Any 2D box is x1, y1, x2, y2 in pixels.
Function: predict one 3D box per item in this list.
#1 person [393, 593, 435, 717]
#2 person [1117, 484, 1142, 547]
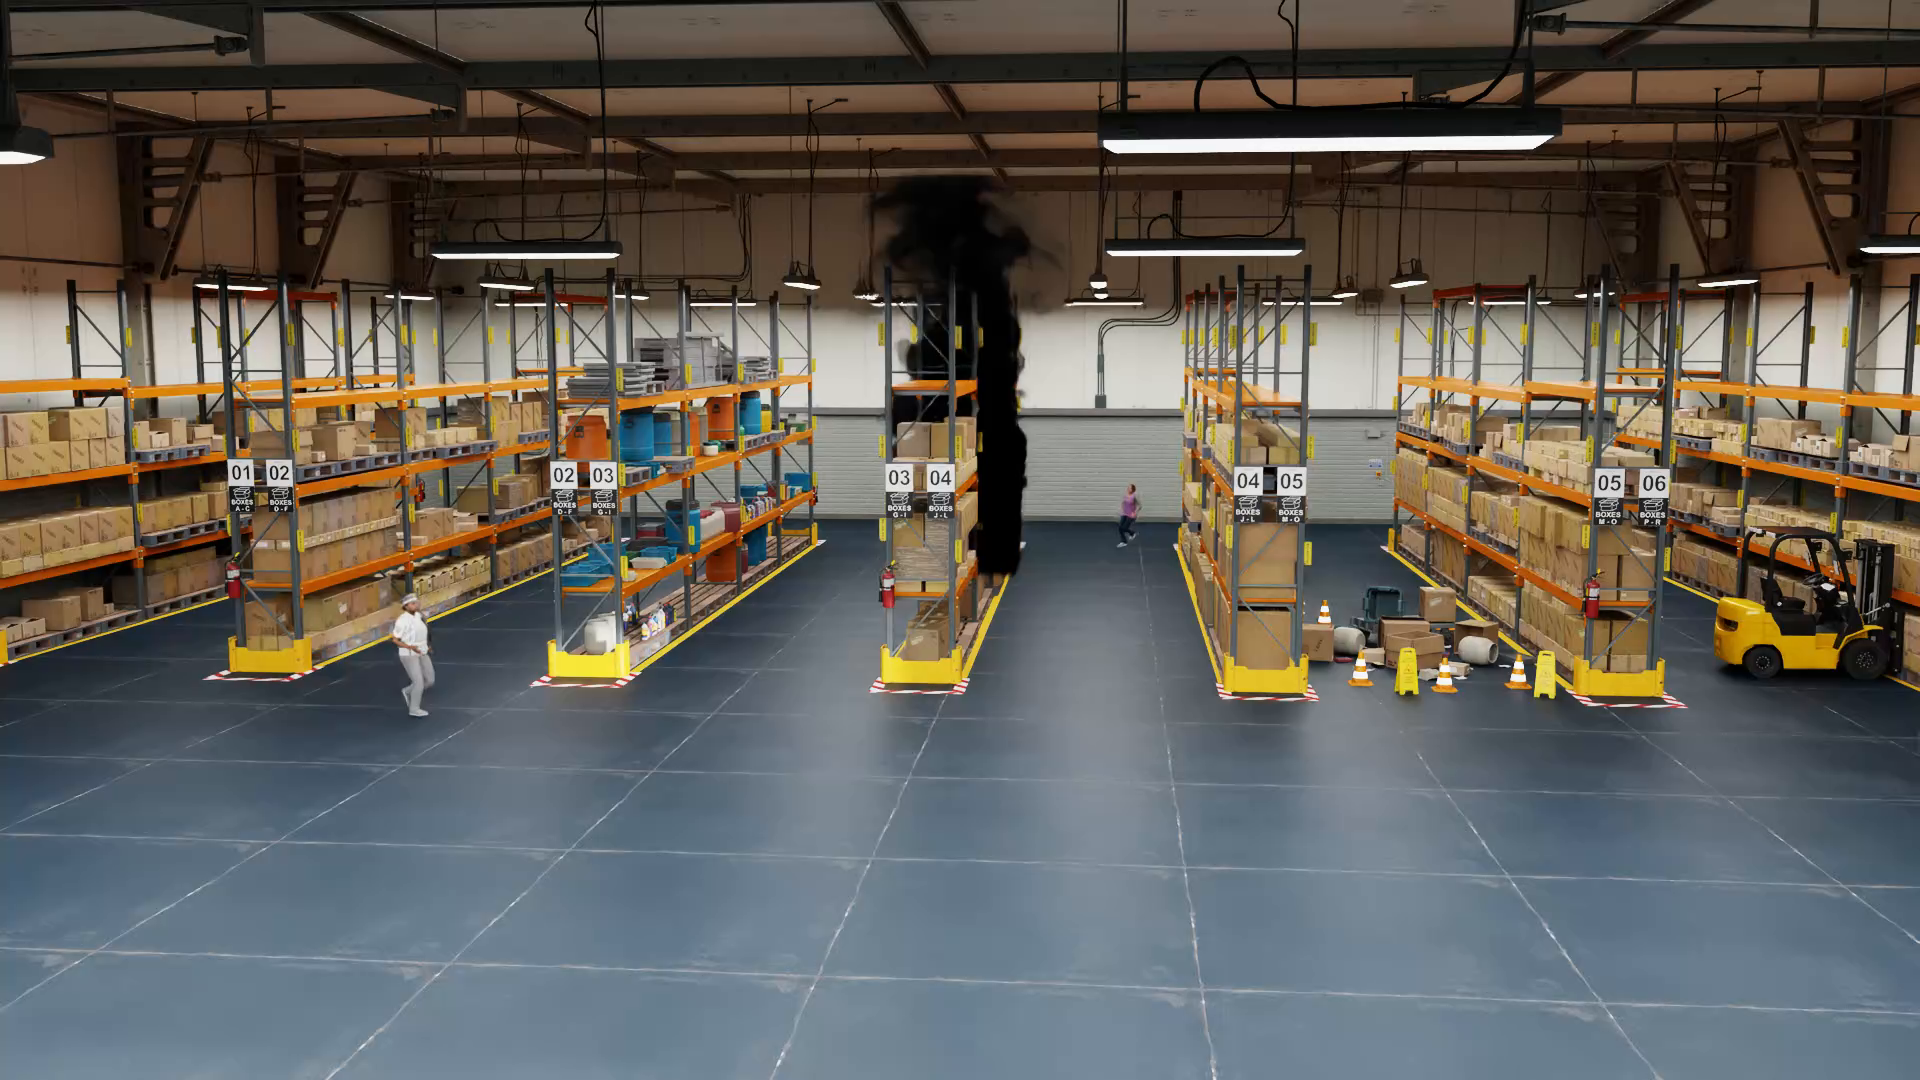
[{"bbox_3d":[-7.232,1.513,22.039,0.560,1.651,0.572,3,8,24],"label":"person"},{"bbox_3d":[4.067,-0.586,39.852,0.501,1.536,0.586,-7,10,-44],"label":"person"}]
